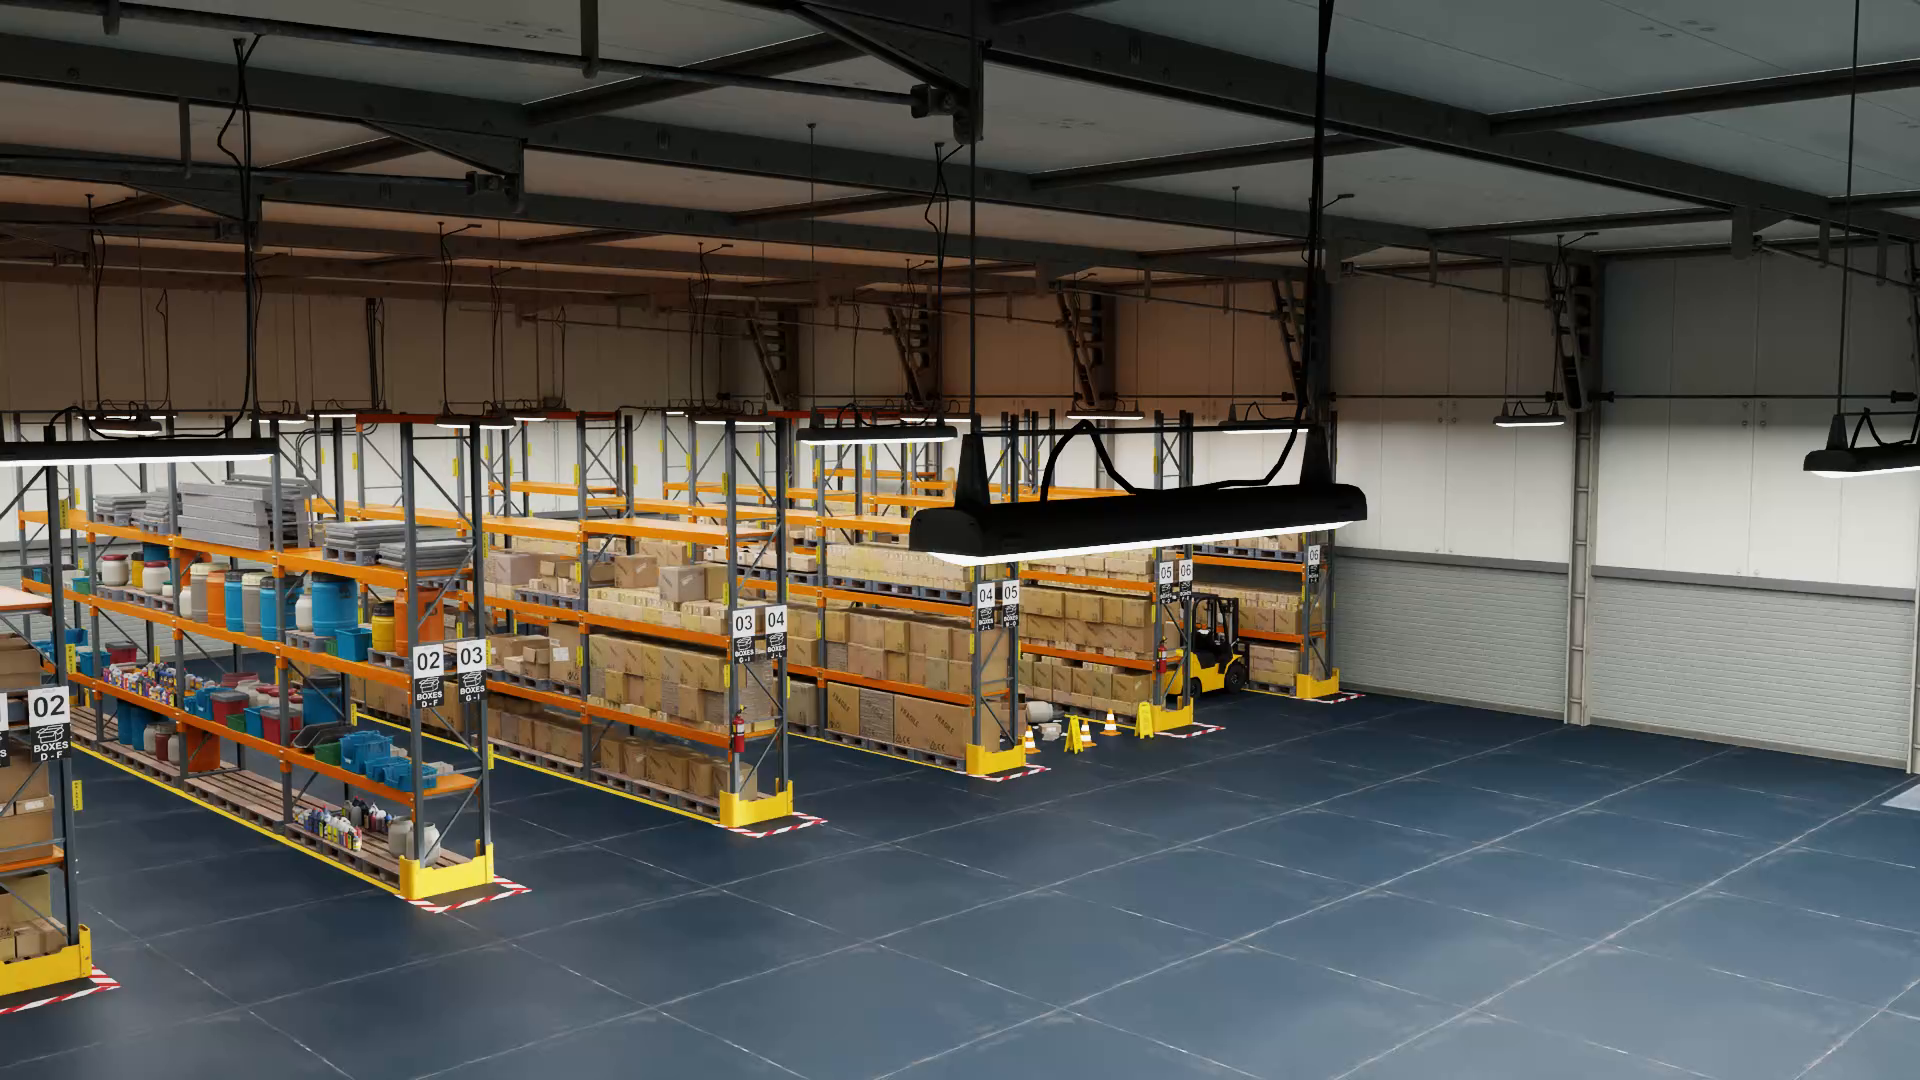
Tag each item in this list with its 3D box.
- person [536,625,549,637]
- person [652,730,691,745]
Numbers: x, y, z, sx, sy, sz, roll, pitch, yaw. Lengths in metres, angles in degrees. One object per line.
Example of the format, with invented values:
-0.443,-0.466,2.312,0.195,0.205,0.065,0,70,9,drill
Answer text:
-10.064,1.988,40.714,0.623,1.620,0.642,1,5,7,person
-5.296,2.868,30.369,0.927,1.686,0.615,3,6,29,person
